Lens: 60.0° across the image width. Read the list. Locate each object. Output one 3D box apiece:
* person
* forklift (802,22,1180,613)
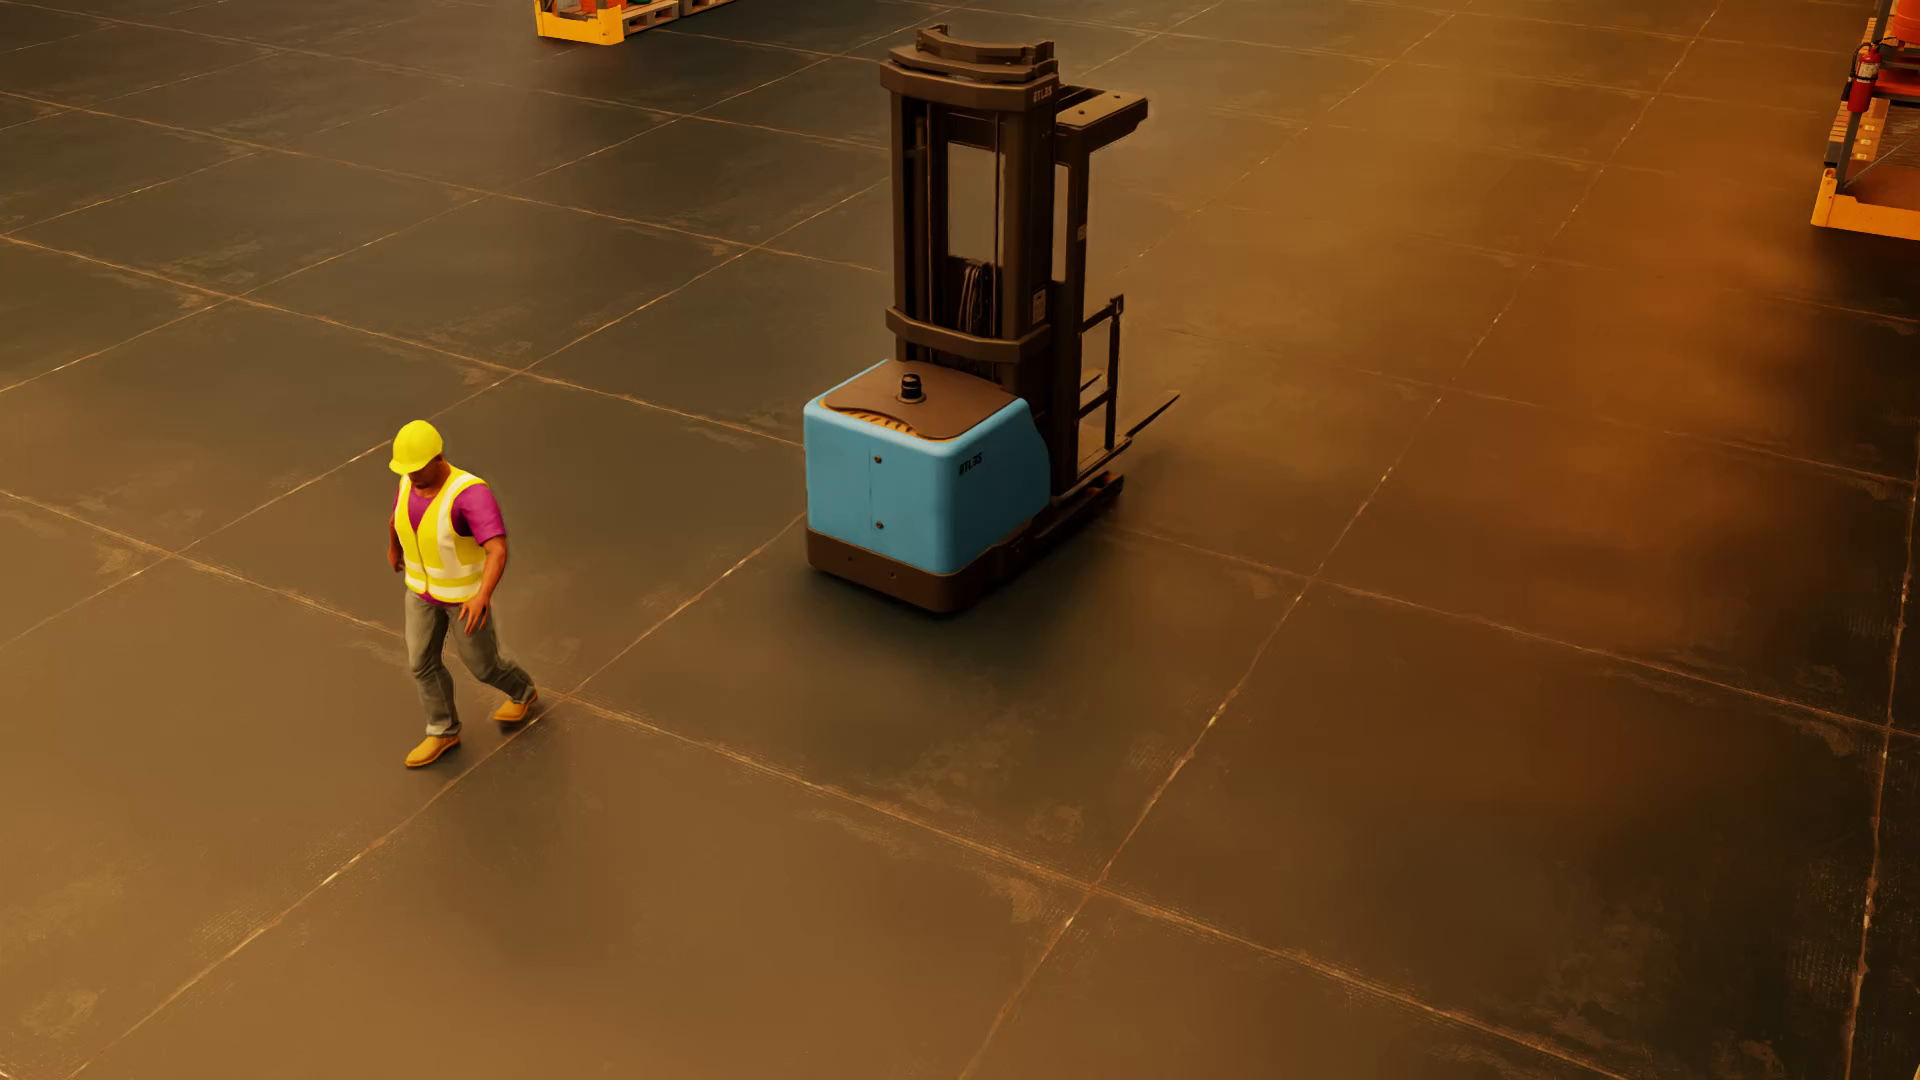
[{"bbox_3d":[-2.442,0.233,7.860,0.982,1.745,0.740,13,33,22],"label":"person"},{"bbox_3d":[0.364,-1.555,9.765,1.130,2.935,3.031,19,35,29],"label":"forklift"}]
